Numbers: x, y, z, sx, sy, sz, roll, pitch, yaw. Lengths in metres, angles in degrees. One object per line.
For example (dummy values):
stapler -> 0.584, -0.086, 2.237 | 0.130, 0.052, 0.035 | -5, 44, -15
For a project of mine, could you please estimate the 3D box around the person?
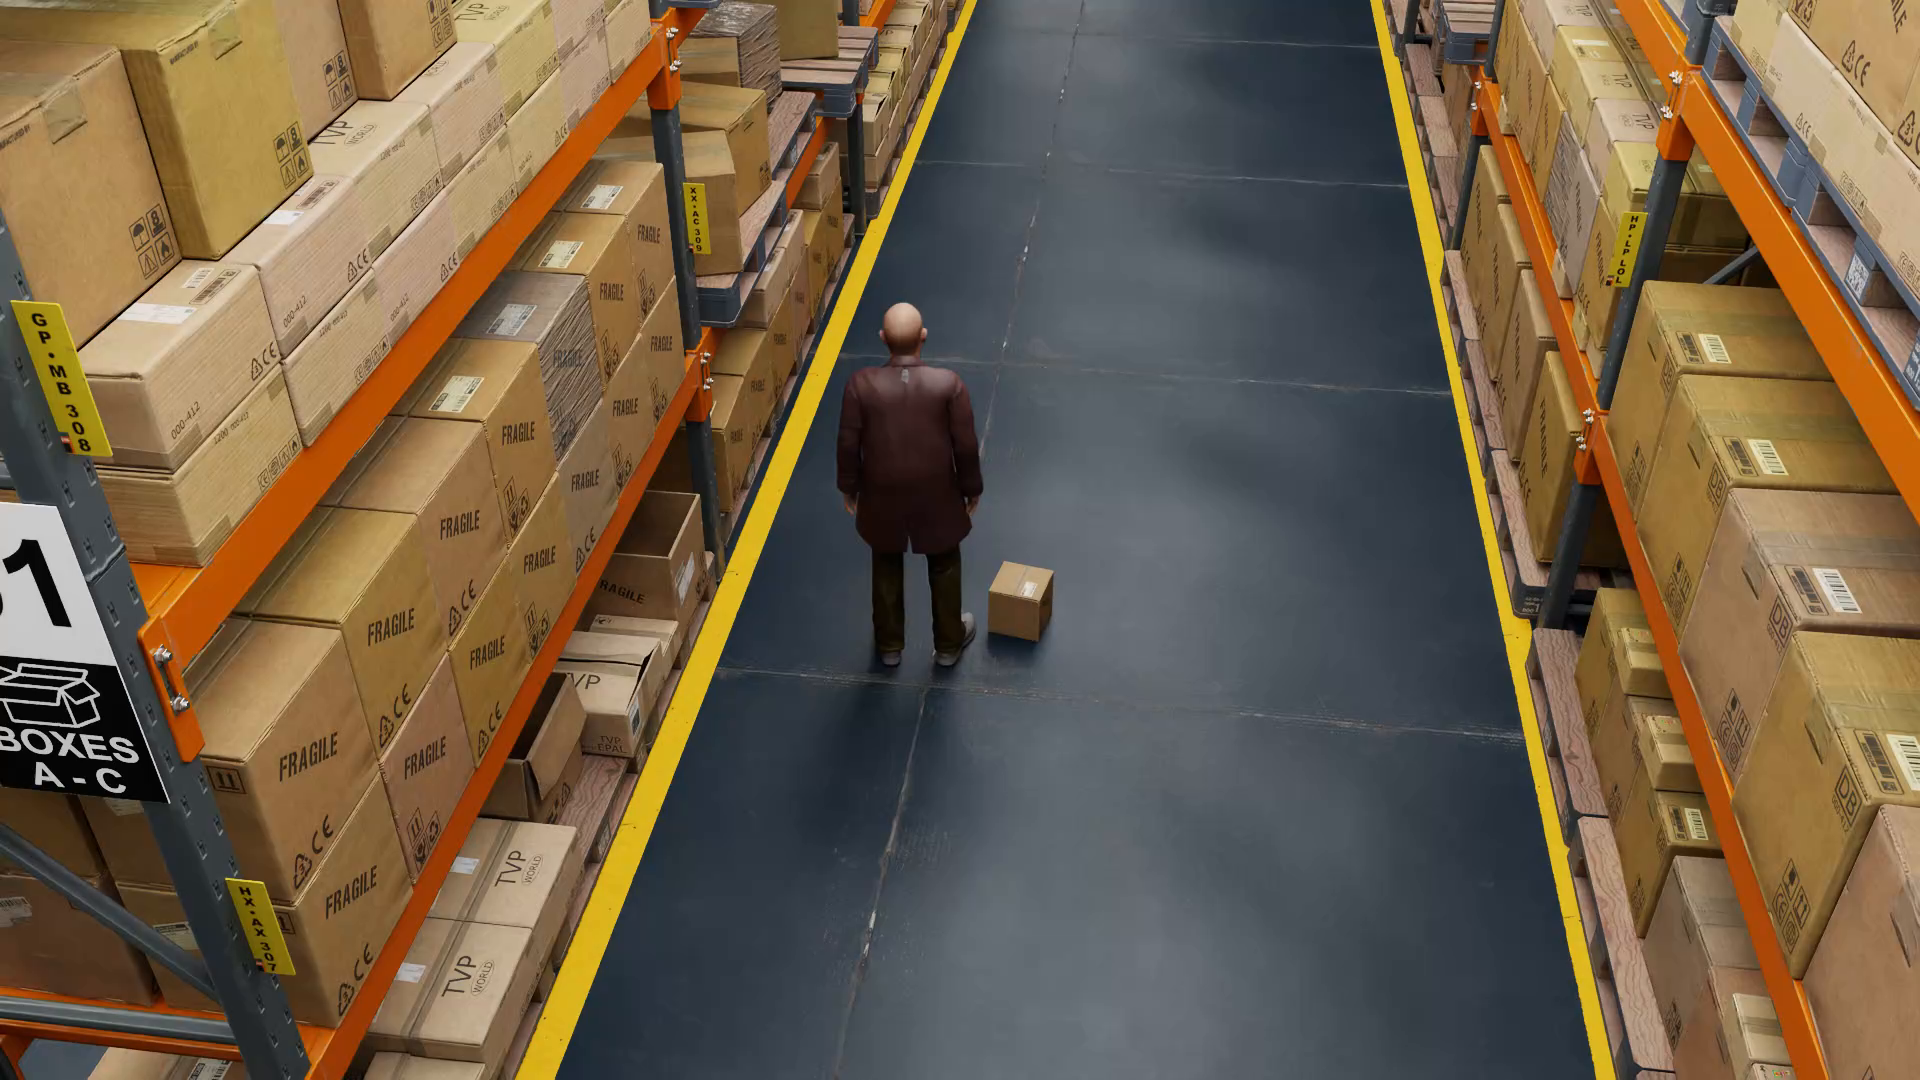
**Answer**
person -> -0.220, -0.217, 7.358 | 0.650, 1.774, 0.421 | 2, 36, 3
